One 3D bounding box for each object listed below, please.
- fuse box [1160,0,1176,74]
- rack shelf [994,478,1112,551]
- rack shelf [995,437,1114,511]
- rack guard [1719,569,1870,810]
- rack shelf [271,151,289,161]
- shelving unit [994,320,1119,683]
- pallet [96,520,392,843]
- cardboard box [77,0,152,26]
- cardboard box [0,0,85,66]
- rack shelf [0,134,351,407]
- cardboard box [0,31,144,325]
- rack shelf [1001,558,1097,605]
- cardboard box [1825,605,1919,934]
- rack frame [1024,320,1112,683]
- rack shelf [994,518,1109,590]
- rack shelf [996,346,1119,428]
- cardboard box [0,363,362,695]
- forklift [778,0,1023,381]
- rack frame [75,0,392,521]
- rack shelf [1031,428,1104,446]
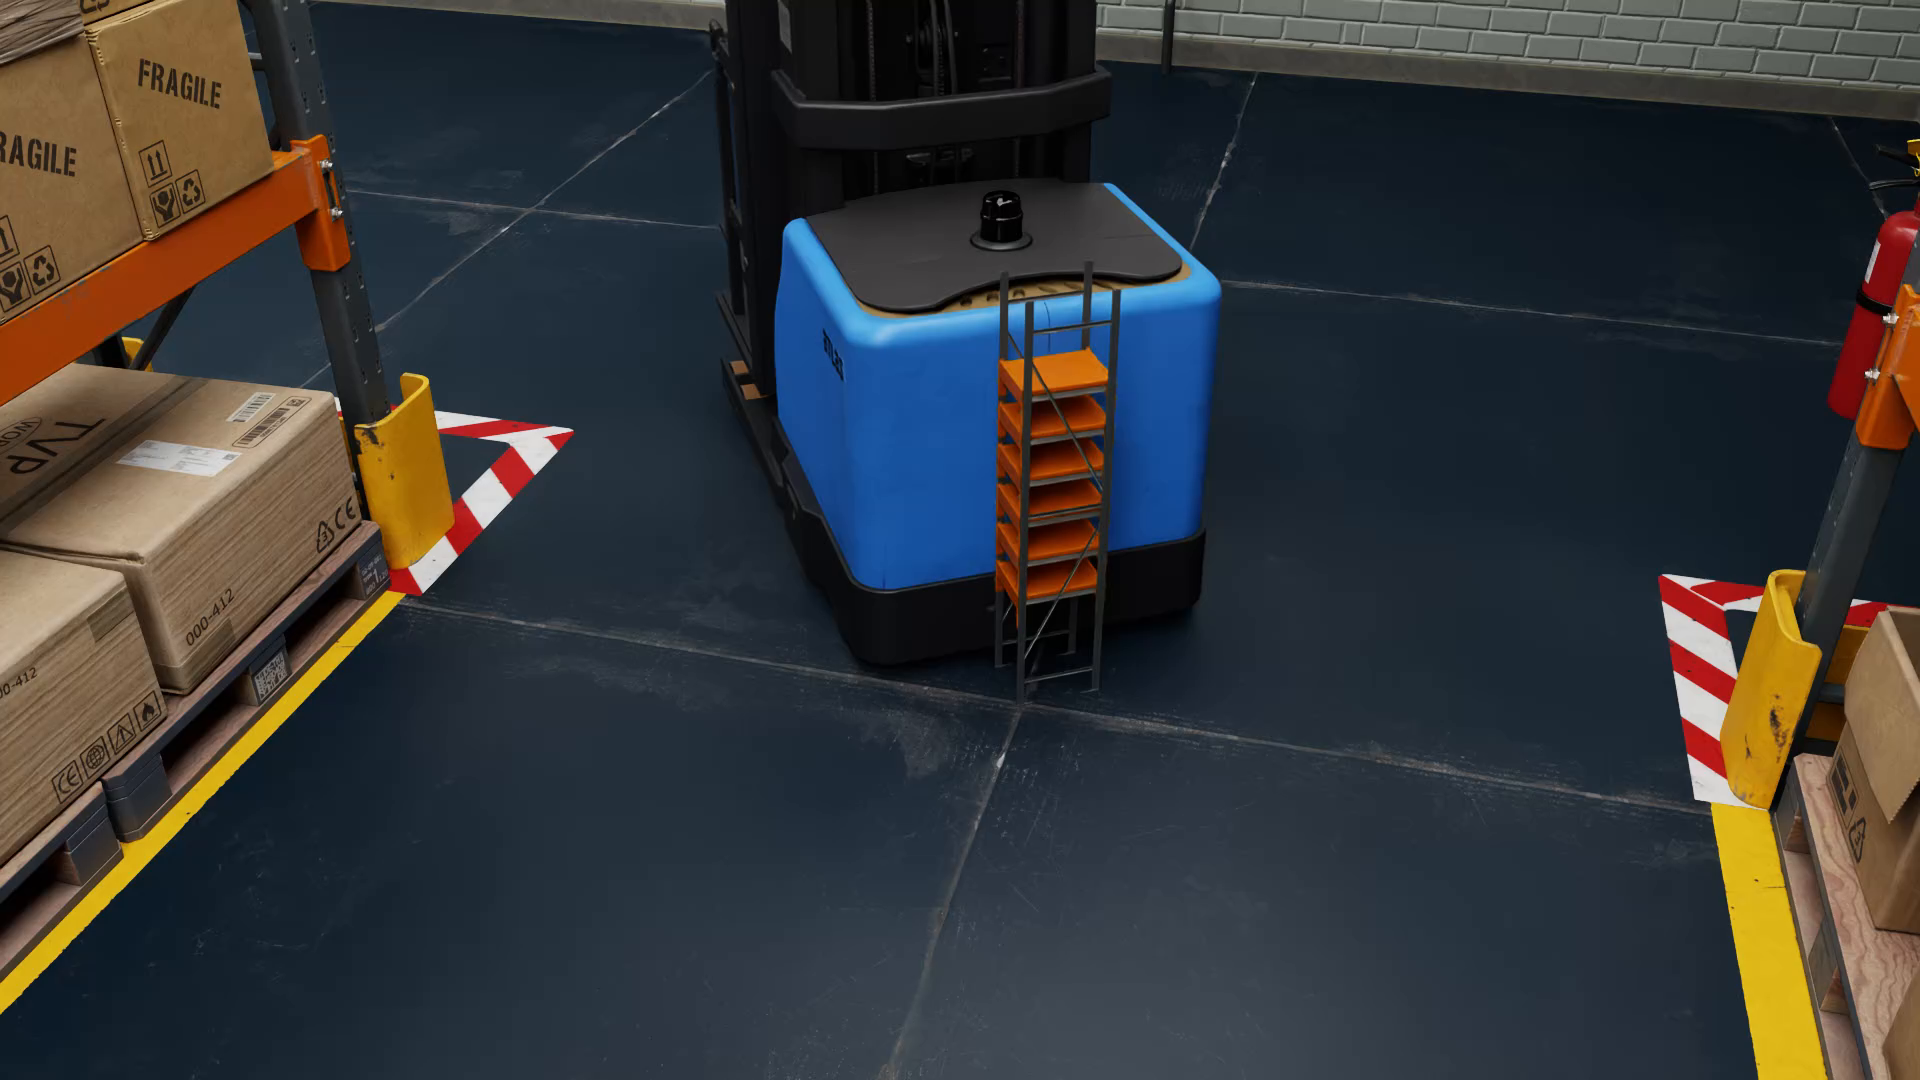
[{"bbox_3d":[1.182,-3.346,8.918,0.539,1.711,0.414,8,33,12],"label":"fuse box"},{"bbox_3d":[0.241,-0.080,4.340,0.258,0.103,0.180,-10,34,-15],"label":"rack shelf"},{"bbox_3d":[0.241,-0.181,4.276,0.258,0.103,0.180,-10,34,-15],"label":"rack shelf"},{"bbox_3d":[2.562,0.446,4.082,1.175,0.500,0.348,8,33,12],"label":"rack guard"},{"bbox_3d":[-5.135,-2.371,2.261,5.869,4.714,3.910,8,33,12],"label":"rack shelf"},{"bbox_3d":[0.241,-0.117,4.315,0.258,1.046,0.183,-10,34,-15],"label":"shelving unit"},{"bbox_3d":[-2.348,0.280,4.612,1.003,0.211,1.213,8,33,12],"label":"pallet"},{"bbox_3d":[-2.113,-1.503,3.794,0.500,0.500,0.500,9,34,14],"label":"cardboard box"},{"bbox_3d":[-2.217,-1.228,3.361,0.500,0.500,0.500,8,33,13],"label":"cardboard box"},{"bbox_3d":[-2.729,0.020,3.094,1.077,0.370,4.000,8,33,12],"label":"rack shelf"},{"bbox_3d":[-2.229,-0.819,3.650,0.500,0.500,0.500,7,33,11],"label":"cardboard box"},{"bbox_3d":[0.241,0.100,4.454,0.221,0.034,0.171,-10,34,-15],"label":"rack shelf"},{"bbox_3d":[2.334,0.533,3.552,0.797,0.503,0.637,7,33,10],"label":"cardboard box"},{"bbox_3d":[0.269,-0.071,4.243,0.228,1.046,0.002,-10,34,-15],"label":"rack frame"},{"bbox_3d":[0.241,0.021,4.405,0.258,0.103,0.180,-10,34,-15],"label":"rack shelf"},{"bbox_3d":[0.241,-0.384,4.147,0.258,0.103,0.180,-10,34,-15],"label":"rack shelf"},{"bbox_3d":[-2.292,-0.062,4.548,0.875,0.438,0.875,7,33,11],"label":"cardboard box"},{"bbox_3d":[-15.153,-4.368,3.734,29.450,9.000,12.285,-10,34,-15],"label":"forklift"},{"bbox_3d":[-2.221,-1.322,4.533,1.000,3.000,0.127,8,33,12],"label":"rack frame"},{"bbox_3d":[0.241,-0.299,4.201,0.199,0.020,0.166,-10,34,-15],"label":"rack shelf"}]
